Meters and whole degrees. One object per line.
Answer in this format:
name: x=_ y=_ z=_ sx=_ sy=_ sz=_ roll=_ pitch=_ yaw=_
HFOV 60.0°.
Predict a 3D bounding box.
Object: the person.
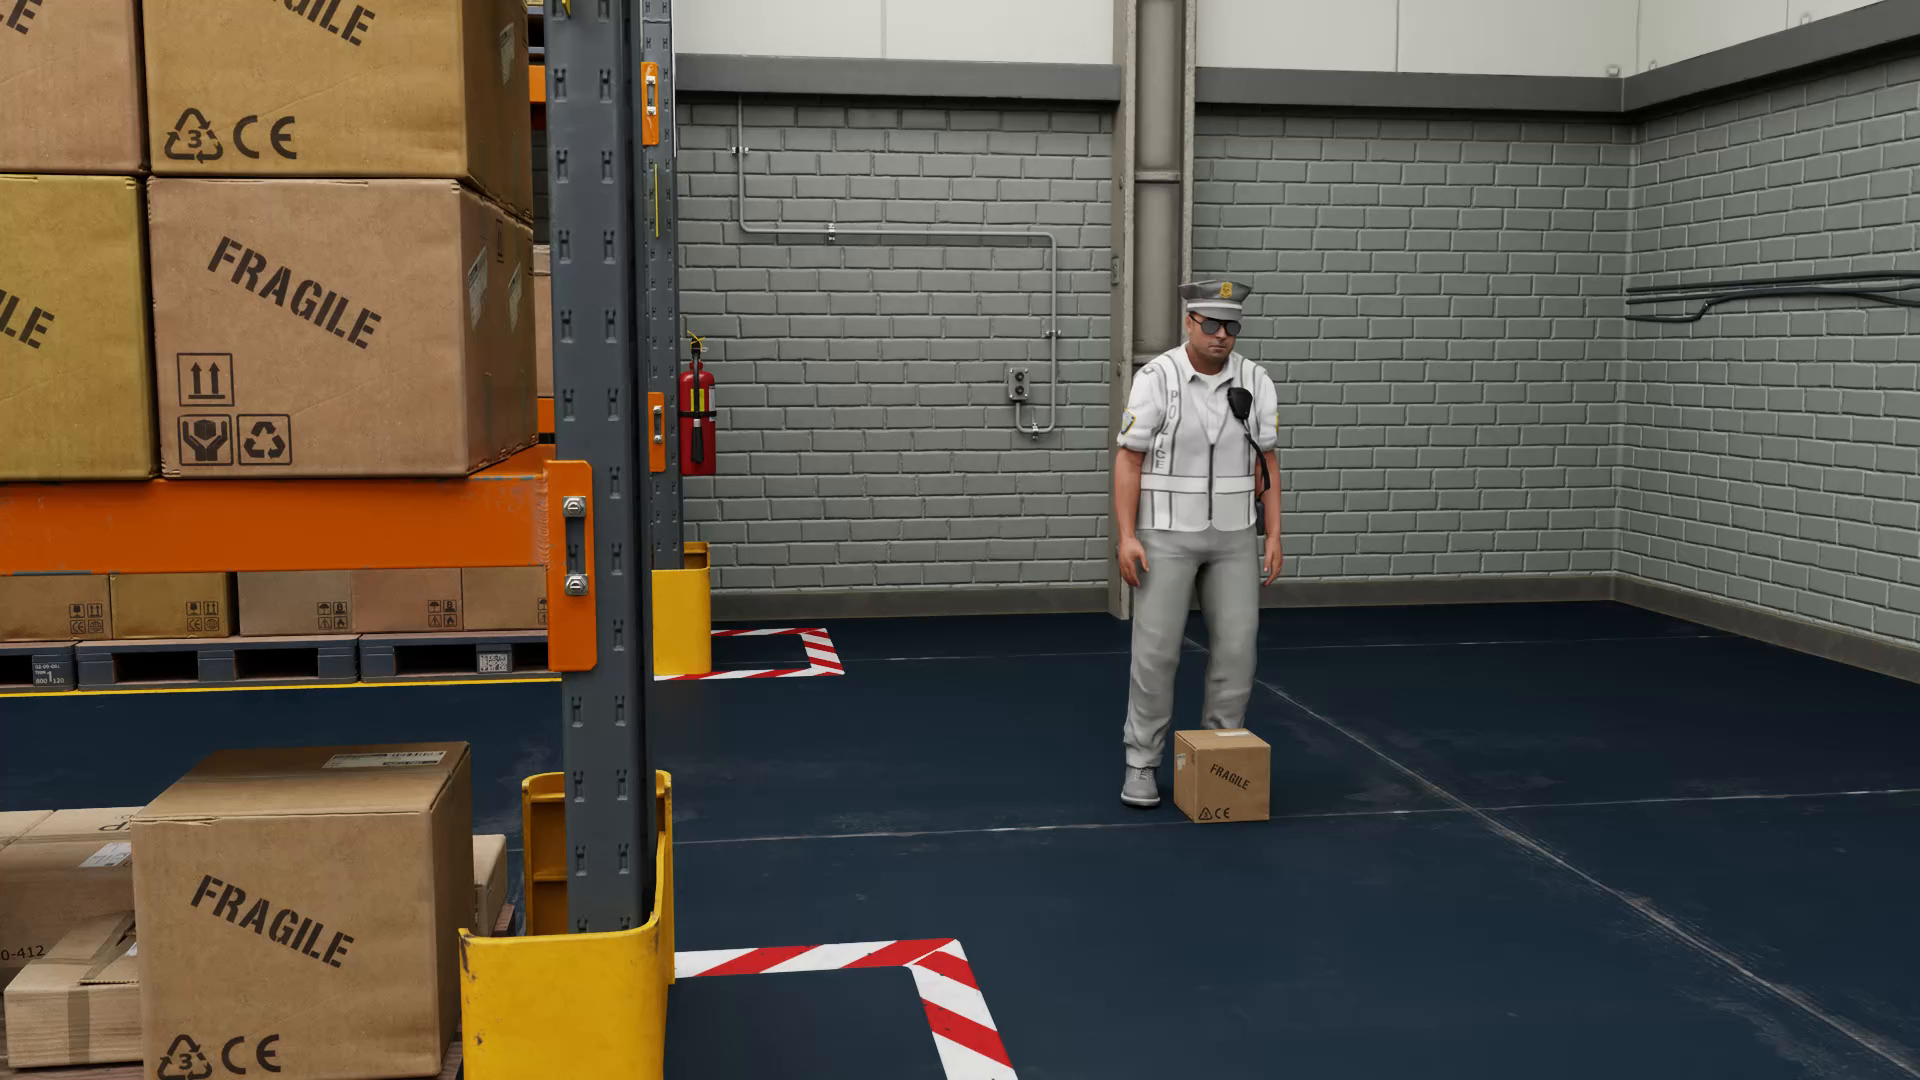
person: x=0.813 y=0.002 z=5.657 sx=0.585 sy=1.749 sz=0.465 roll=-1 pitch=7 yaw=-8
